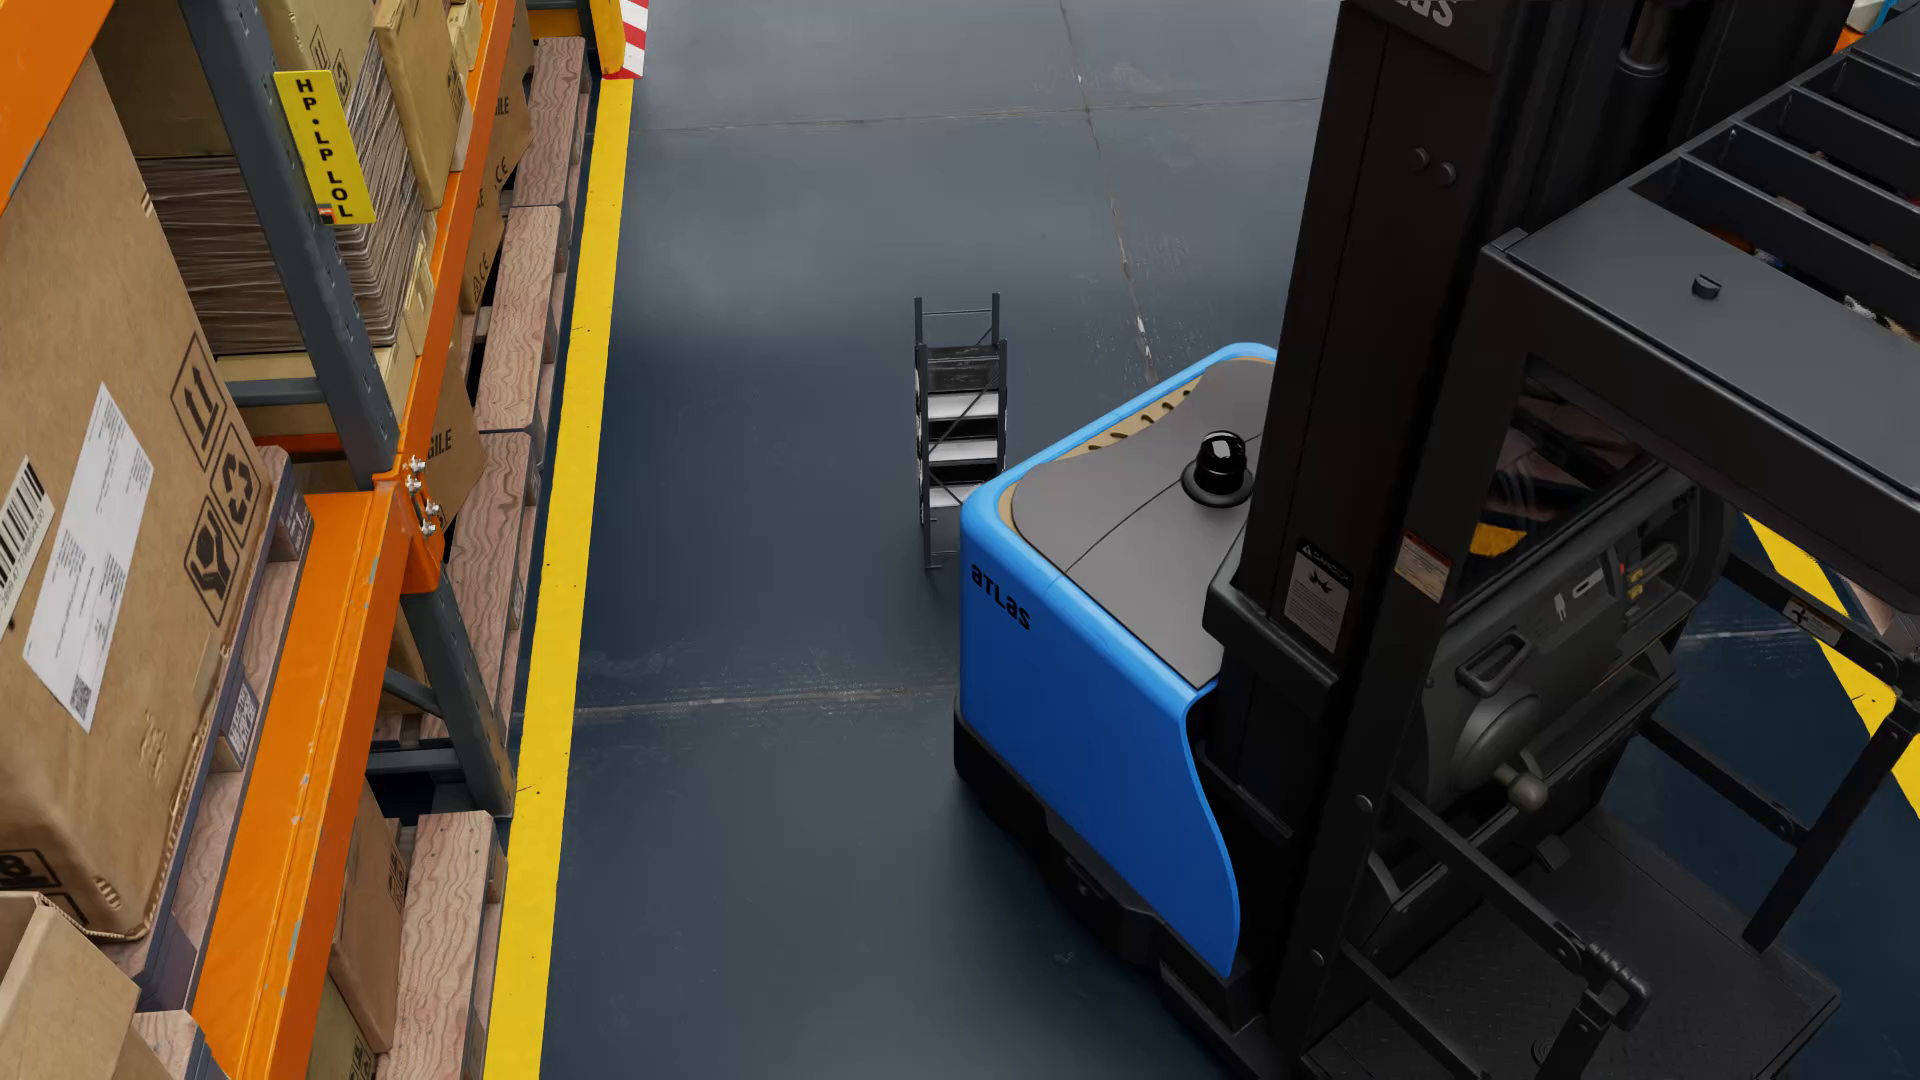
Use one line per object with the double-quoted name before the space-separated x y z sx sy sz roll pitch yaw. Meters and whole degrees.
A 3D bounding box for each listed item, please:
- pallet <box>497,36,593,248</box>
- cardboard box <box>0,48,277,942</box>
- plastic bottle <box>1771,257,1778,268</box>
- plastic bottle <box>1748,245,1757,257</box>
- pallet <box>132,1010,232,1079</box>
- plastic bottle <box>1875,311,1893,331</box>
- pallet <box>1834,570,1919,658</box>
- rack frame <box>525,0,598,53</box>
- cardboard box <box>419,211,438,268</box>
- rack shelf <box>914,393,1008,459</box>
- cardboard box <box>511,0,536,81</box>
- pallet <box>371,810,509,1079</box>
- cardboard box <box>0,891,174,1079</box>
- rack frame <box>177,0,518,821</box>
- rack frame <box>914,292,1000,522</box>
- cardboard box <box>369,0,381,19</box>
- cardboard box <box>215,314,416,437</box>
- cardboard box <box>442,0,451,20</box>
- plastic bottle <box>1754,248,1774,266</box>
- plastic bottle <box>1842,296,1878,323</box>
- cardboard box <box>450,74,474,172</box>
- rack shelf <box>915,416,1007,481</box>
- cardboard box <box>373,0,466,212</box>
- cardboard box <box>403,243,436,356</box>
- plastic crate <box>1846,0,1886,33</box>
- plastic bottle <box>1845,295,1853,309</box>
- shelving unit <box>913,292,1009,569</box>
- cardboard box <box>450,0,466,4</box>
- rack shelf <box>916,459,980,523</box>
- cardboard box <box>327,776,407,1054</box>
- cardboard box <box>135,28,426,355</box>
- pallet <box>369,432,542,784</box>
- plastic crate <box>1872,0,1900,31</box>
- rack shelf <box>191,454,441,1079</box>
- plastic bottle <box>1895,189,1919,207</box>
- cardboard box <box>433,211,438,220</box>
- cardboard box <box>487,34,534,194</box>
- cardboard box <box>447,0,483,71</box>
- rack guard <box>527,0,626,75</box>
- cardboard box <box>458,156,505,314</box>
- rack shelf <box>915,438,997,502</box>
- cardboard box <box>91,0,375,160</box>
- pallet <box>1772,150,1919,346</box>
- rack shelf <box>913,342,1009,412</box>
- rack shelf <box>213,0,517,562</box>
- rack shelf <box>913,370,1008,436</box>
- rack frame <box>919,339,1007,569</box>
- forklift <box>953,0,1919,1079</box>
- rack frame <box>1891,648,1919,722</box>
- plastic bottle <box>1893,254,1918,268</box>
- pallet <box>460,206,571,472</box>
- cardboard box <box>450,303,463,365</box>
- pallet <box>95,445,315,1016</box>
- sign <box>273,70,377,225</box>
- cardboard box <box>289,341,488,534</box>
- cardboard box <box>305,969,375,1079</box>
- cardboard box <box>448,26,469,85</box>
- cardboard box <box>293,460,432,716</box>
"pallet" -2.016 -1.575 6.596 1.003 0.211 1.213 -3 47 -3
"cardboard box" -1.794 -0.052 2.531 1.000 1.000 1.000 -3 47 -3
"plastic bottle" 2.775 -0.895 5.608 0.097 0.271 0.097 0 47 0
"plastic bottle" 2.758 -1.041 5.746 0.097 0.271 0.097 0 47 0
"pallet" -1.592 1.246 2.136 1.003 0.211 1.213 -3 47 -3
"plastic bottle" 2.931 -0.648 5.366 0.061 0.283 0.133 -3 47 -3
"pallet" 3.200 -0.115 5.213 1.003 0.211 1.213 -3 47 -3
"rack frame" -2.056 -3.178 6.194 1.000 3.000 0.127 -3 47 -3
"cardboard box" -1.495 -0.733 4.051 0.380 0.149 0.250 -3 47 -3
"rack shelf" 0.001 -0.343 4.877 0.258 0.077 0.200 -3 47 -3
"cardboard box" -2.020 -2.010 6.520 0.500 0.500 0.500 4 47 4
"pallet" -1.654 1.238 3.932 1.003 0.211 1.213 -3 47 -3
"cardboard box" -1.484 0.784 2.081 0.797 0.503 0.637 1 47 1
"rack frame" -1.721 -0.284 3.453 1.000 3.000 0.127 -3 47 -3
"rack frame" -0.008 -0.377 4.987 0.240 0.900 0.006 -3 47 -3
"cardboard box" -1.548 -1.467 3.611 0.500 0.500 0.500 -3 47 -3
"cardboard box" -1.439 -0.372 3.709 0.380 0.149 0.250 -3 47 -3
"cardboard box" -1.846 -1.470 4.302 0.875 0.500 0.500 -3 47 -3
"plastic bottle" 2.767 -0.946 5.704 0.097 0.201 0.097 0 47 0
"plastic bottle" 2.831 -0.647 5.318 0.144 0.351 0.185 -4 47 -4
"cardboard box" -1.506 -1.096 4.395 0.380 0.149 0.250 -3 47 -3
"rack shelf" 0.001 -0.281 4.942 0.258 0.077 0.200 -3 47 -3
"cardboard box" -1.704 -1.114 3.966 0.875 0.500 0.500 -3 47 -3
"cardboard box" -1.447 -0.553 3.881 0.380 0.149 0.250 -3 47 -3
"plastic crate" 2.827 -1.654 4.932 0.530 0.136 0.437 -3 47 -3
"plastic bottle" 2.821 -0.739 5.457 0.152 0.276 0.135 -3 47 -3
"shelving unit" 0.001 -0.304 4.918 0.258 0.900 0.210 -3 47 -3
"cardboard box" -1.846 -1.834 4.647 0.875 0.500 0.500 -3 47 -3
"rack shelf" 0.001 -0.157 5.073 0.258 0.077 0.200 -3 47 -3
"cardboard box" -1.691 0.870 3.779 0.700 0.500 0.500 -7 47 -6
"cardboard box" -1.697 -0.750 3.621 0.875 0.500 0.500 -3 47 -3
"pallet" -1.812 0.191 4.924 1.003 0.211 1.213 -3 47 -3
"plastic crate" 2.852 -1.318 4.535 0.499 0.251 0.616 -3 47 -3
"rack shelf" -1.553 1.410 2.344 1.077 0.370 4.000 -3 47 -3
"plastic bottle" 3.358 -1.204 5.892 0.061 0.283 0.133 -3 47 -3
"cardboard box" -1.526 -0.913 4.222 0.380 0.149 0.250 -3 47 -3
"cardboard box" -1.936 -1.580 6.113 0.500 0.500 0.500 8 47 7
"cardboard box" -1.578 -1.456 4.736 0.380 0.149 0.250 -3 47 -3
"rack guard" -2.049 -2.264 7.050 1.175 0.500 0.348 -3 47 -3
"cardboard box" -1.902 -1.126 5.683 0.500 0.500 0.500 0 47 0
"rack shelf" 0.001 -0.219 5.007 0.258 0.077 0.200 -3 47 -3
"cardboard box" -1.505 -1.106 3.269 0.500 0.500 0.500 -3 47 -3
"pallet" 3.095 -1.000 6.051 1.003 0.211 1.213 -3 47 -3
"rack shelf" 0.001 -0.466 4.746 0.258 0.077 0.200 -3 47 -3
"rack shelf" -1.888 -1.484 5.085 1.077 0.370 4.000 -3 47 -3
"rack shelf" 0.001 -0.404 4.811 0.258 0.077 0.200 -3 47 -3
"rack frame" 0.009 -0.230 4.848 0.240 0.900 0.006 -3 47 -3
"forklift" 1.298 0.250 2.995 1.130 2.935 3.031 -30 54 -26
"rack frame" 3.215 -0.585 3.738 1.000 3.000 0.127 -3 47 -3
"plastic bottle" 3.353 -1.061 5.813 0.097 0.201 0.097 0 47 0
"pallet" -1.917 -0.694 5.762 1.003 0.211 1.213 -3 47 -3
"cardboard box" -1.900 -0.719 5.298 0.500 0.500 0.500 -7 47 -7
"pallet" -1.802 0.343 2.991 1.003 0.211 1.213 -3 47 -3
"sign" -1.168 -0.719 3.067 0.100 0.325 0.005 -3 47 -3
"cardboard box" -1.770 -0.275 4.877 0.500 0.500 0.500 10 47 9
"cardboard box" -1.670 1.216 3.451 0.700 0.500 0.500 -4 47 -4
"cardboard box" -1.568 -1.275 4.564 0.380 0.149 0.250 -3 47 -3
"cardboard box" -1.714 0.139 4.485 0.500 0.500 0.500 -5 47 -5
